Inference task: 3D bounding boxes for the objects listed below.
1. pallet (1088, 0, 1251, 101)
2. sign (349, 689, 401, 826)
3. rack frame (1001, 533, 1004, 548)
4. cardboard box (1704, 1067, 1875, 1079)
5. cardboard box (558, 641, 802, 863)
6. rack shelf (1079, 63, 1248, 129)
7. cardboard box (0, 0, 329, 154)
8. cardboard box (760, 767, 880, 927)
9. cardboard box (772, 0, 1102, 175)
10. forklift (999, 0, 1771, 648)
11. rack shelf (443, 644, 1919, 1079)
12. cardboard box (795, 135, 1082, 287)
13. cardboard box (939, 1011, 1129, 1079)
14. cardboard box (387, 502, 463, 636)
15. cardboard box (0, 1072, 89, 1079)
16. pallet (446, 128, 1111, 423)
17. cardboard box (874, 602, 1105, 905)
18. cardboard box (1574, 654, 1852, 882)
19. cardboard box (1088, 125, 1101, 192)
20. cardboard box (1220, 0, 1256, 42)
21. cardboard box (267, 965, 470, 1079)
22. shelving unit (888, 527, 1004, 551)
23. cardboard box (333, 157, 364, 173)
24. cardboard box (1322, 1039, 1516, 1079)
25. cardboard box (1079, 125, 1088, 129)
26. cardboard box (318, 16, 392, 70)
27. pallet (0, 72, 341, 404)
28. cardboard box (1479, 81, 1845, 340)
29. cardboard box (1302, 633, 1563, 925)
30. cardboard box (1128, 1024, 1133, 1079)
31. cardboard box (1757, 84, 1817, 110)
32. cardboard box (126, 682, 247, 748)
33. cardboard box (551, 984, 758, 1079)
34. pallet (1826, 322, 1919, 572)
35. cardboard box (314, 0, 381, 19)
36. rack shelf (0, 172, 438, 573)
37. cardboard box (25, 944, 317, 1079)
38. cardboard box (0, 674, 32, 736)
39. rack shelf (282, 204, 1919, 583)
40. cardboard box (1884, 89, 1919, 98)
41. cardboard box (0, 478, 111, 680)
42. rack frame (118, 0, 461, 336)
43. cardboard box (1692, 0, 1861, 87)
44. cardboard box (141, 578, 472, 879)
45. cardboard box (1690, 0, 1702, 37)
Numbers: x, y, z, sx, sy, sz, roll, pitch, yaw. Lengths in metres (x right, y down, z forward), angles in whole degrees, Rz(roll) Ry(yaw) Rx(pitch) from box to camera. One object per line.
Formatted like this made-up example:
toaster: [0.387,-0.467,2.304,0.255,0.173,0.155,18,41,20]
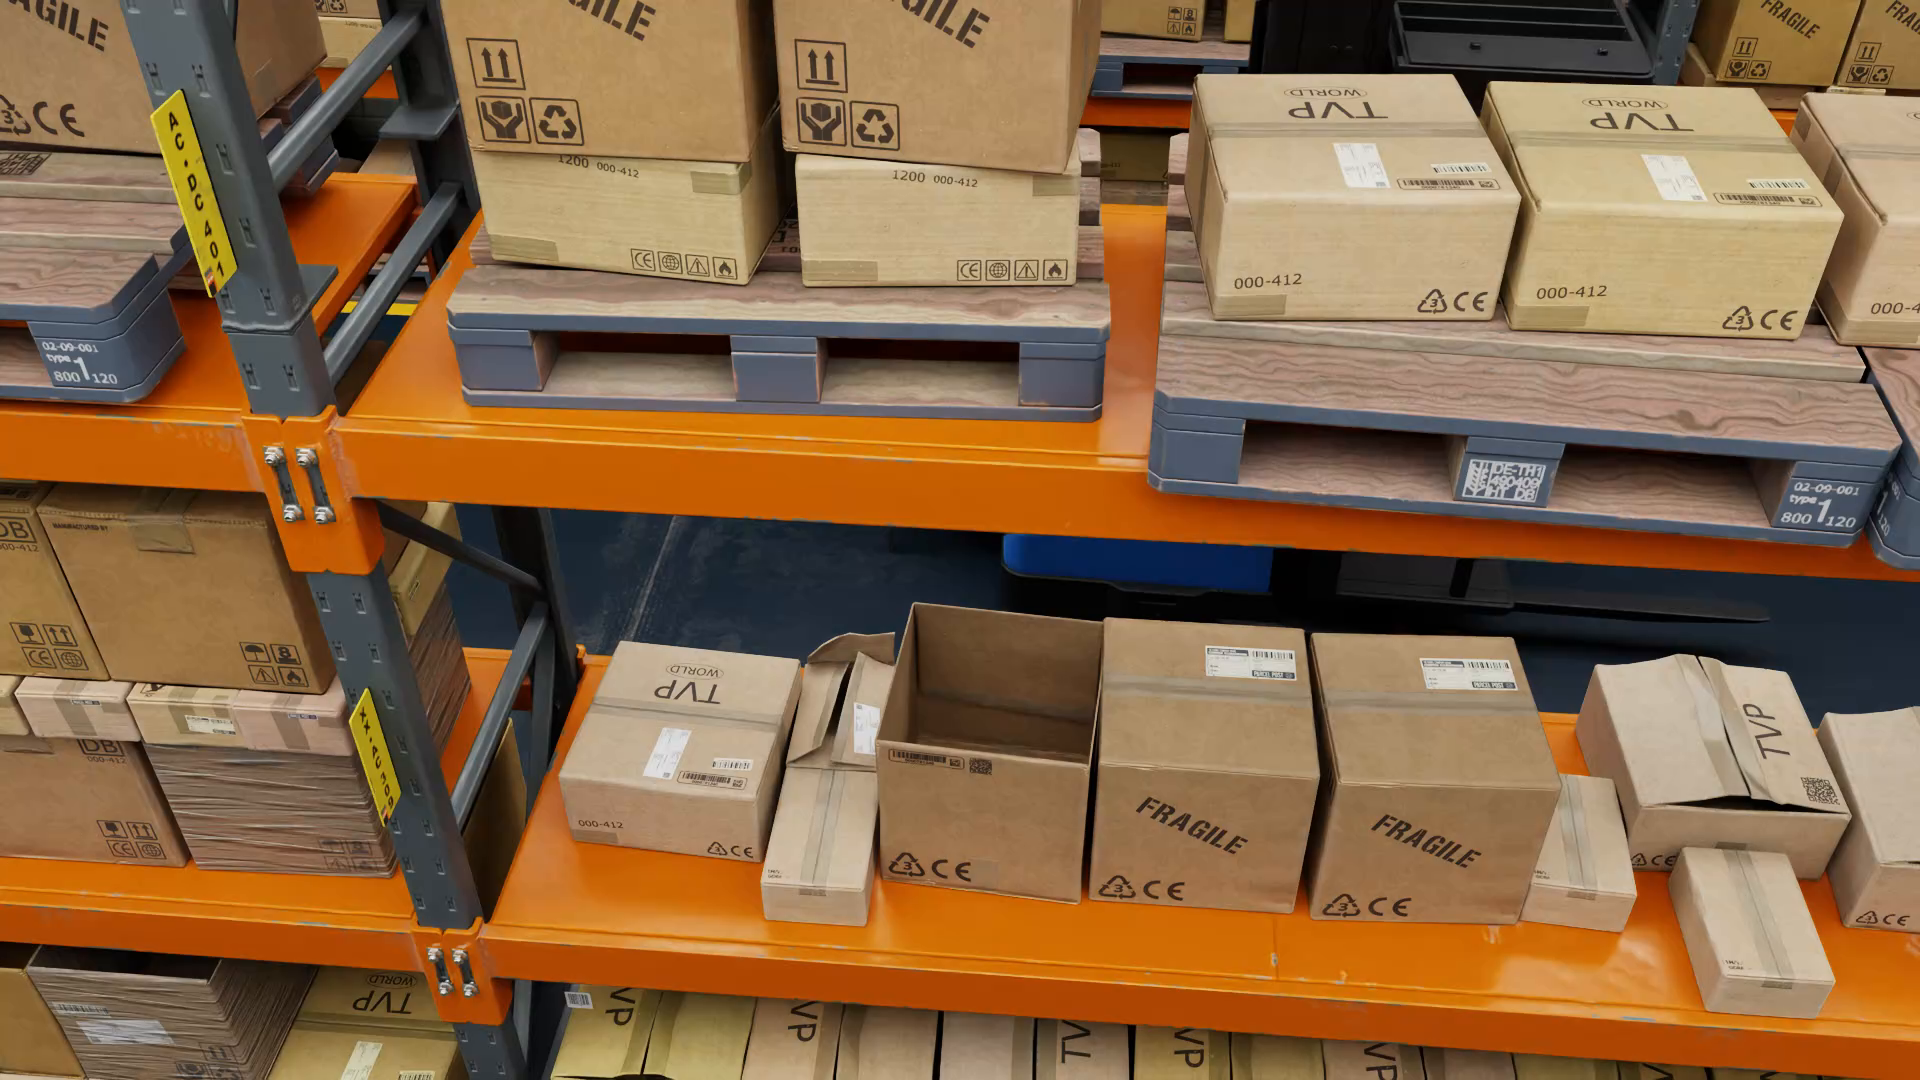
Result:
pallet: [1.232,-2.421,8.000,1.213,0.211,1.003,3,39,4]
sign: [-1.247,0.467,3.551,0.005,0.325,0.100,3,39,4]
rack frame: [0.197,-0.455,6.859,0.015,1.200,0.240,4,39,5]
cardboard box: [2.241,1.515,4.414,0.500,0.311,0.500,4,39,5]
cardboard box: [-0.707,0.542,4.327,0.500,0.250,0.500,5,39,7]
rack shelf: [1.215,-2.243,8.200,4.000,0.370,1.077,3,39,4]
cardboard box: [-1.680,-1.128,3.361,0.500,0.500,0.500,6,40,8]
cardboard box: [-0.336,0.759,4.141,0.250,0.149,0.380,3,39,4]
cardboard box: [-0.021,-1.000,2.918,0.500,0.500,0.500,7,40,8]
forklift: [1.715,-0.975,6.127,3.031,2.935,1.130,4,39,5]
rack shelf: [0.792,0.872,4.372,4.000,0.370,1.077,3,39,4]
cardboard box: [-0.041,-0.716,3.163,0.500,0.250,0.500,0,39,-1]
cardboard box: [0.203,1.408,4.546,0.500,0.311,0.500,2,39,2]
cardboard box: [-1.452,0.058,4.210,0.250,0.149,0.380,3,39,4]
cardboard box: [-2.679,1.449,4.939,0.500,0.250,0.500,3,39,4]
pallet: [-0.321,-0.565,3.343,1.217,0.209,0.805,2,39,2]
cardboard box: [0.088,0.526,4.148,0.500,0.500,0.500,6,40,7]
cardboard box: [1.910,0.566,4.249,0.500,0.311,0.500,3,39,3]
cardboard box: [0.477,-1.806,8.725,0.500,0.500,0.700,2,39,3]
cardboard box: [1.495,-2.696,7.758,0.500,0.500,0.700,3,39,4]
cardboard box: [-1.682,1.500,4.876,0.500,0.250,0.500,3,39,4]
shelving unit: [-0.045,-0.474,6.881,0.503,1.200,0.258,4,39,5]
cardboard box: [-3.513,-1.852,8.930,0.500,0.311,0.500,6,40,8]
cardboard box: [1.220,1.461,4.480,0.500,0.311,0.500,3,39,4]
cardboard box: [0.396,-2.072,8.457,0.500,0.250,0.500,2,39,3]
cardboard box: [-2.775,-2.493,8.039,0.500,0.250,0.500,3,39,4]
pallet: [-2.053,-0.675,3.397,1.213,0.211,1.003,3,39,4]
cardboard box: [1.234,-0.611,3.034,0.500,0.250,0.500,2,39,3]
cardboard box: [1.111,0.582,4.079,0.500,0.500,0.500,1,39,1]
cardboard box: [0.712,1.649,4.693,0.500,0.250,0.500,4,39,5]
cardboard box: [3.766,-2.141,7.687,0.250,0.149,0.380,4,39,4]
cardboard box: [-1.737,0.299,3.913,0.250,0.149,0.380,2,39,3]
cardboard box: [-0.811,1.350,4.617,0.500,0.311,0.500,3,39,4]
pallet: [2.100,-0.369,3.100,1.003,0.211,1.213,5,39,6]
cardboard box: [-2.792,-2.789,7.809,0.500,0.500,0.500,4,39,5]
rack shelf: [-3.194,-0.509,3.693,4.000,0.370,1.077,3,39,4]
cardboard box: [-2.179,1.175,4.682,0.500,0.500,0.500,3,39,4]
cardboard box: [-2.259,0.273,3.946,0.250,0.149,0.380,3,39,4]
rack shelf: [0.792,-0.291,3.425,4.000,0.370,1.077,3,39,4]
cardboard box: [4.285,-2.137,7.683,0.250,0.149,0.380,3,39,3]
cardboard box: [-2.147,-0.104,3.895,0.500,0.500,0.700,3,39,4]
rack frame: [-1.201,-1.842,2.385,0.127,3.000,1.000,3,39,4]
cardboard box: [3.670,-2.388,7.477,0.500,0.500,0.500,4,39,5]
cardboard box: [-1.644,0.425,4.272,0.500,0.500,0.700,2,39,3]
cardboard box: [3.701,-2.715,7.879,0.500,0.500,0.500,3,39,4]
